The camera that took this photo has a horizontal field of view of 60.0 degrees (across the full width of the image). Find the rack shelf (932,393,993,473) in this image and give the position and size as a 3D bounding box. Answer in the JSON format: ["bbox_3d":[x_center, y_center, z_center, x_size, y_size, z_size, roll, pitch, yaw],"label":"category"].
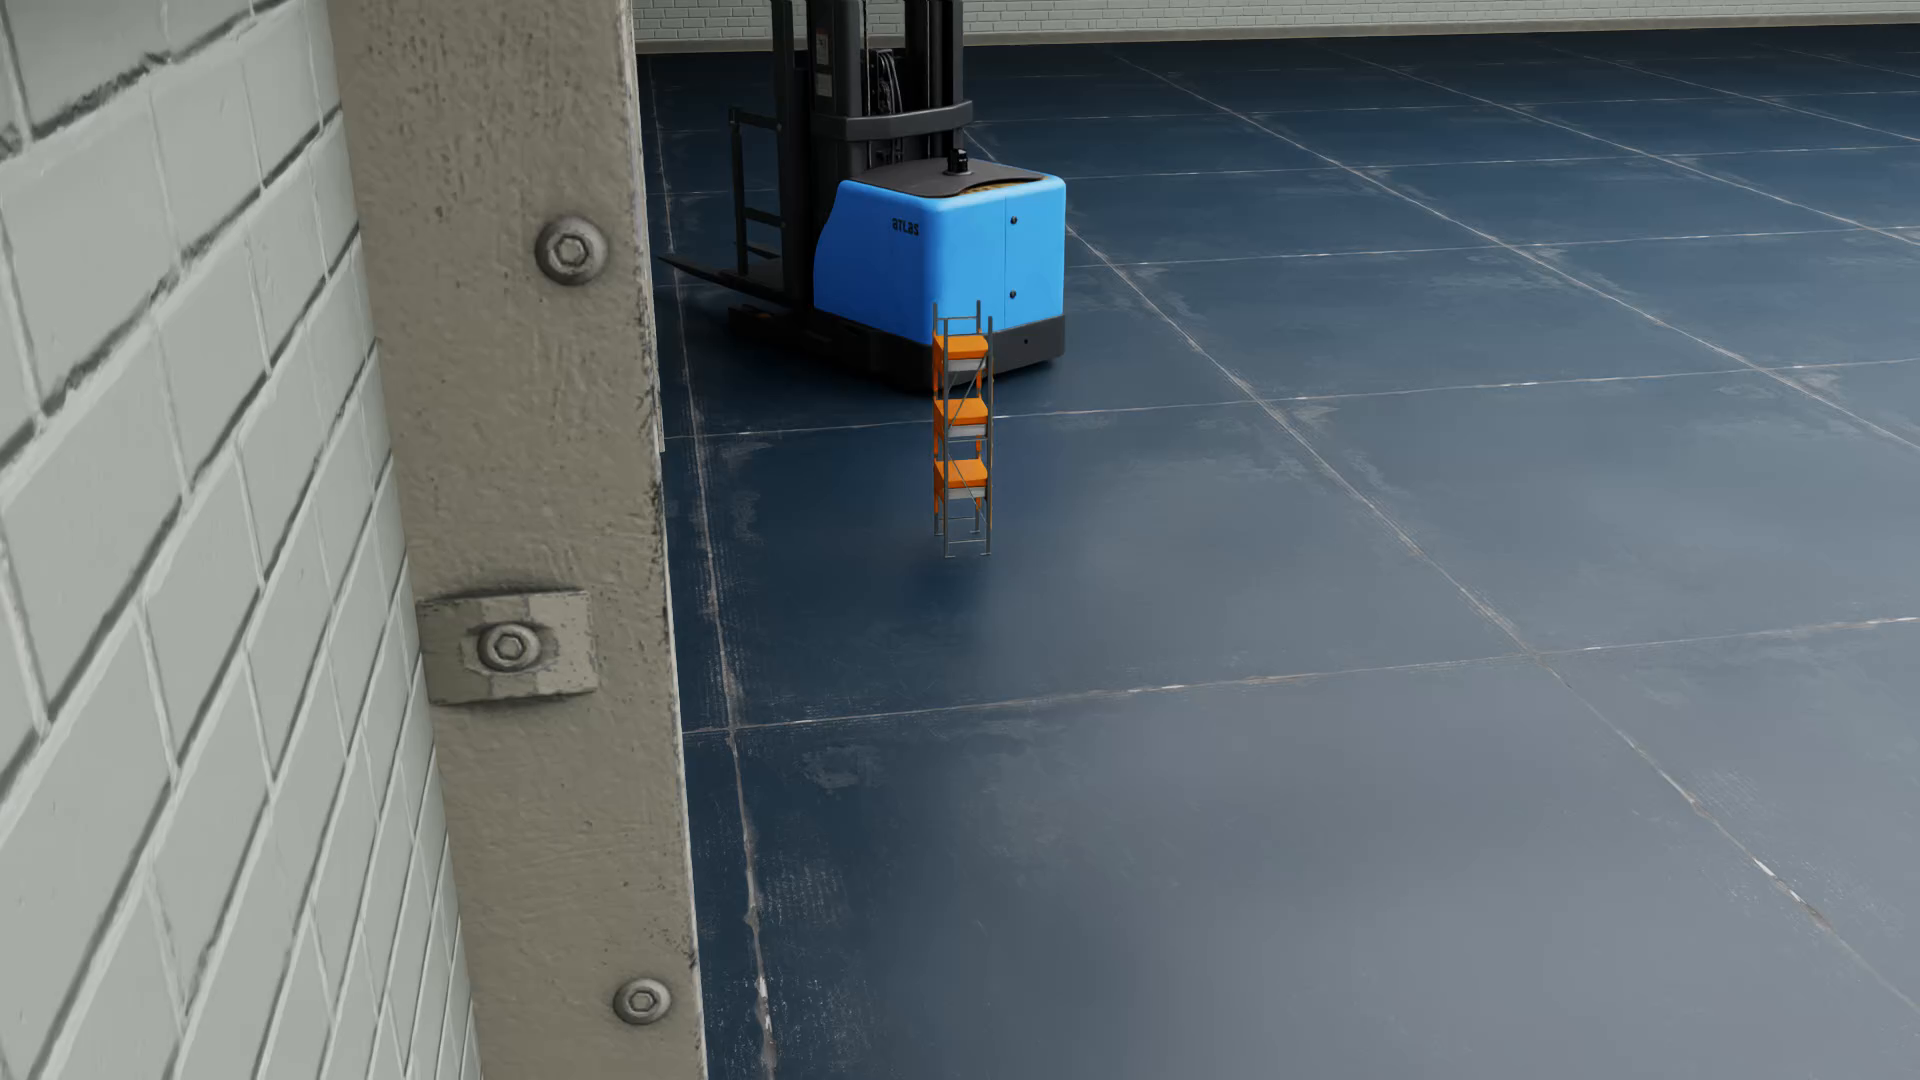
[{"bbox_3d":[0.010,-0.450,6.996,0.215,0.259,0.240,-4,24,-10],"label":"rack shelf"}]

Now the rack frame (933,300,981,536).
[{"bbox_3d":[-0.013,-0.508,7.102,0.200,1.050,0.008,-4,24,-10],"label":"rack frame"}]

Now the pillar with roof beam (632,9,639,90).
[{"bbox_3d":[0.357,-9.667,18.141,9.100,9.000,0.400,-4,24,-10],"label":"pillar with roof beam"}]

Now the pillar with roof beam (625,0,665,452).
[{"bbox_3d":[2.576,-4.947,7.334,9.100,9.000,0.400,-4,24,-10],"label":"pillar with roof beam"}]

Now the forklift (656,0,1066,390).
[{"bbox_3d":[-0.756,-2.661,9.680,1.130,2.935,3.031,-20,30,-38],"label":"forklift"}]

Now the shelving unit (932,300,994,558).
[{"bbox_3d":[0.010,-0.460,6.992,0.215,1.050,0.252,-4,24,-10],"label":"shelving unit"}]

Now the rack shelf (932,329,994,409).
[{"bbox_3d":[0.010,-0.710,6.882,0.215,0.259,0.240,-4,24,-10],"label":"rack shelf"}]

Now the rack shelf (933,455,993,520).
[{"bbox_3d":[0.010,-0.196,7.107,0.215,0.259,0.240,-4,24,-10],"label":"rack shelf"}]

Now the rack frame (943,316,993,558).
[{"bbox_3d":[0.032,-0.412,6.882,0.200,1.050,0.008,-4,24,-10],"label":"rack frame"}]

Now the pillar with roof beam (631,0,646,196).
[{"bbox_3d":[1.467,-7.307,12.738,9.100,9.000,0.400,-4,24,-10],"label":"pillar with roof beam"}]
